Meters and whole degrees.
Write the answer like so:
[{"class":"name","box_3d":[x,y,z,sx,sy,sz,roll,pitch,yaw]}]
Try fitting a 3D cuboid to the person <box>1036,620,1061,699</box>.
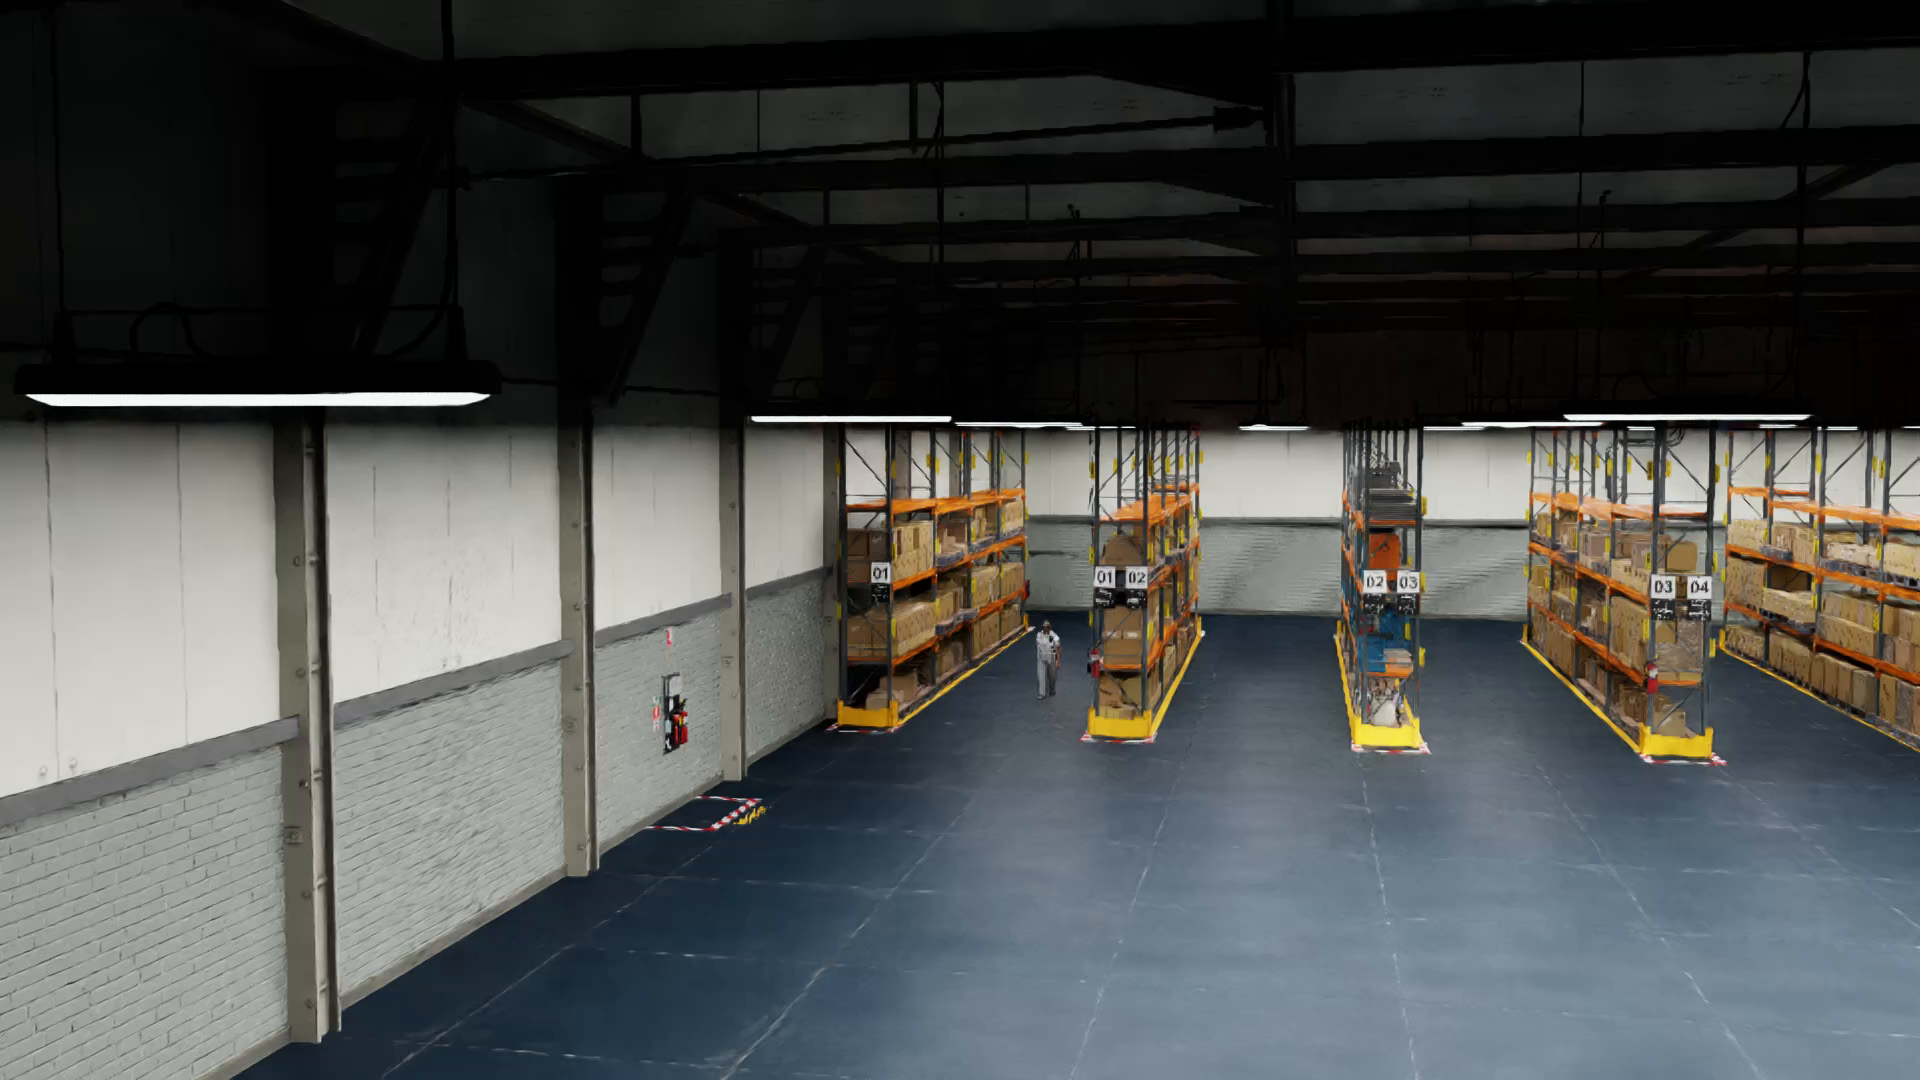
[{"class":"person","box_3d":[1.889,2.545,35.694,0.556,1.712,1.030,1,4,11]}]
